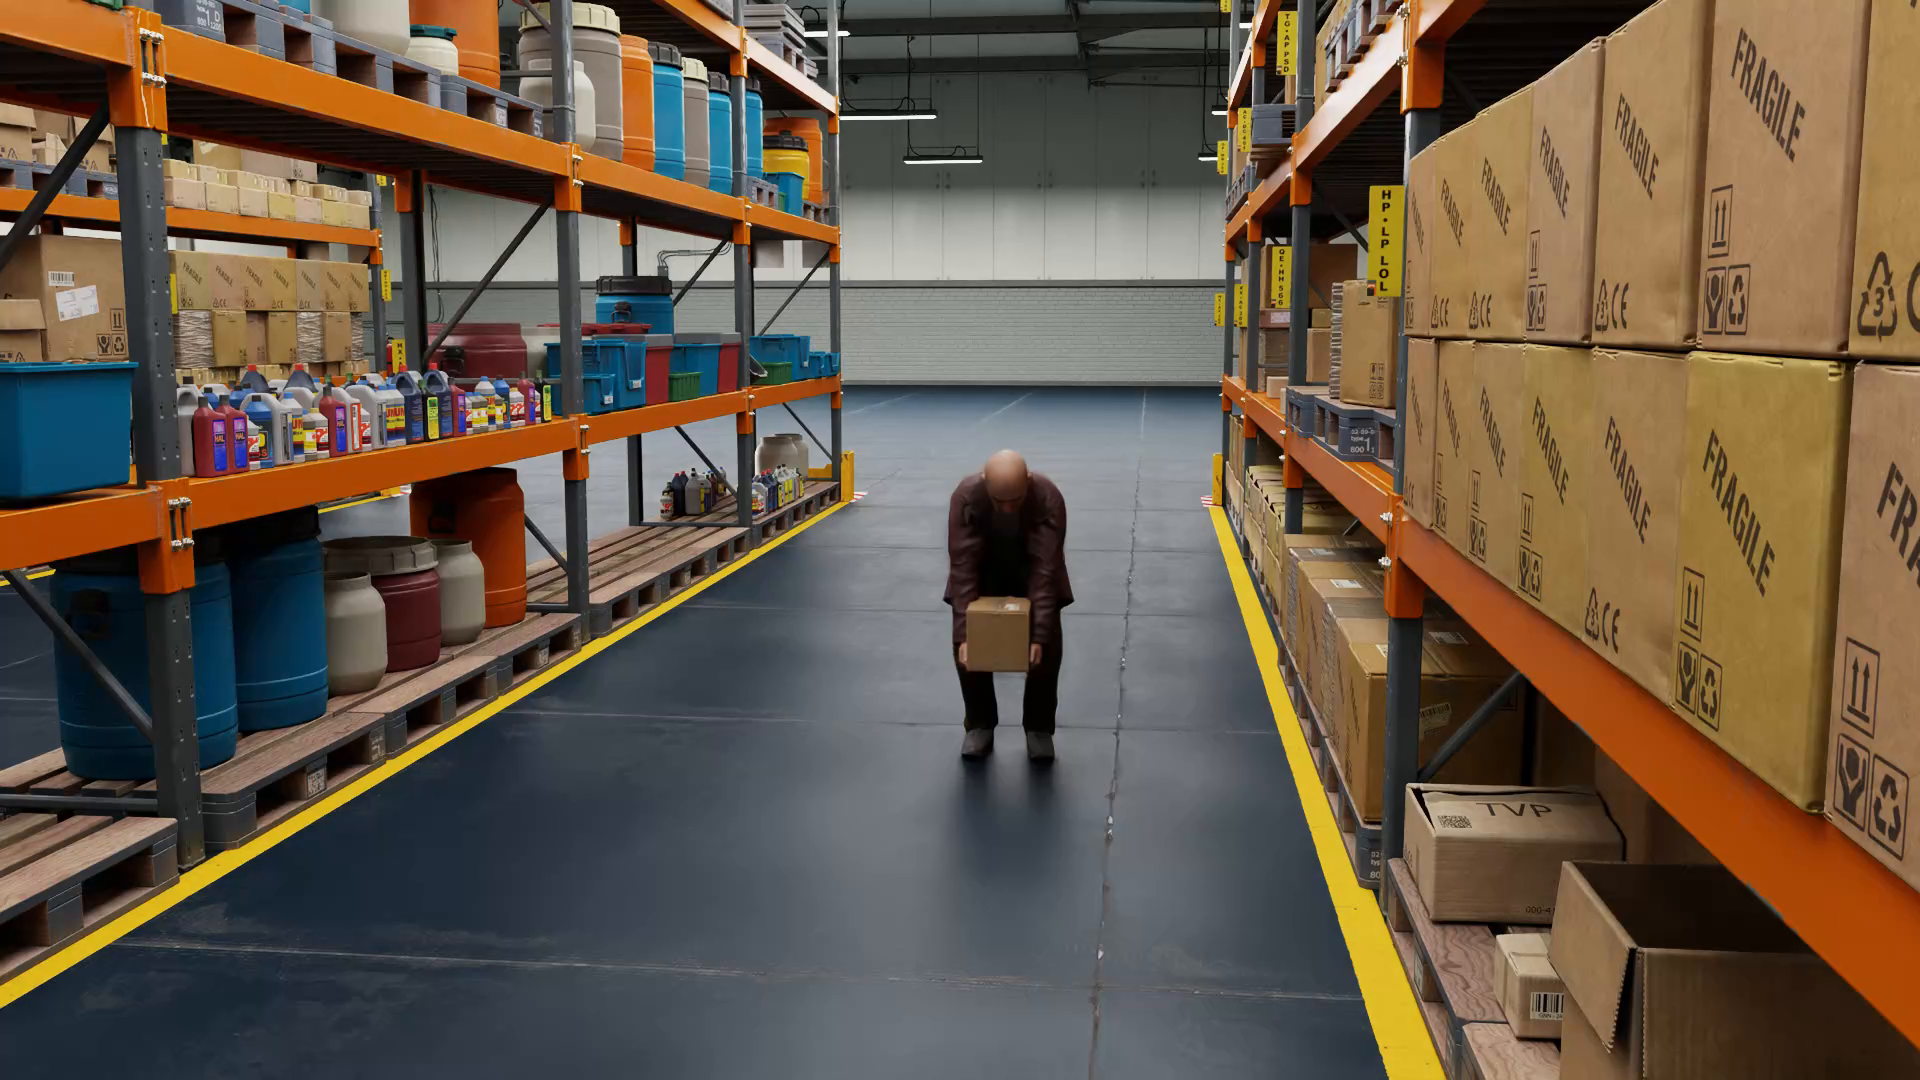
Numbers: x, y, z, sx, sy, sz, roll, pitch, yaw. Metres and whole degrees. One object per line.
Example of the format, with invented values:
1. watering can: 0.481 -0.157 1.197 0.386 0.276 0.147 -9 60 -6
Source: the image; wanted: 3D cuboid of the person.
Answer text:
1. person: 0.193 0.273 6.928 0.565 1.346 0.890 1 7 4
